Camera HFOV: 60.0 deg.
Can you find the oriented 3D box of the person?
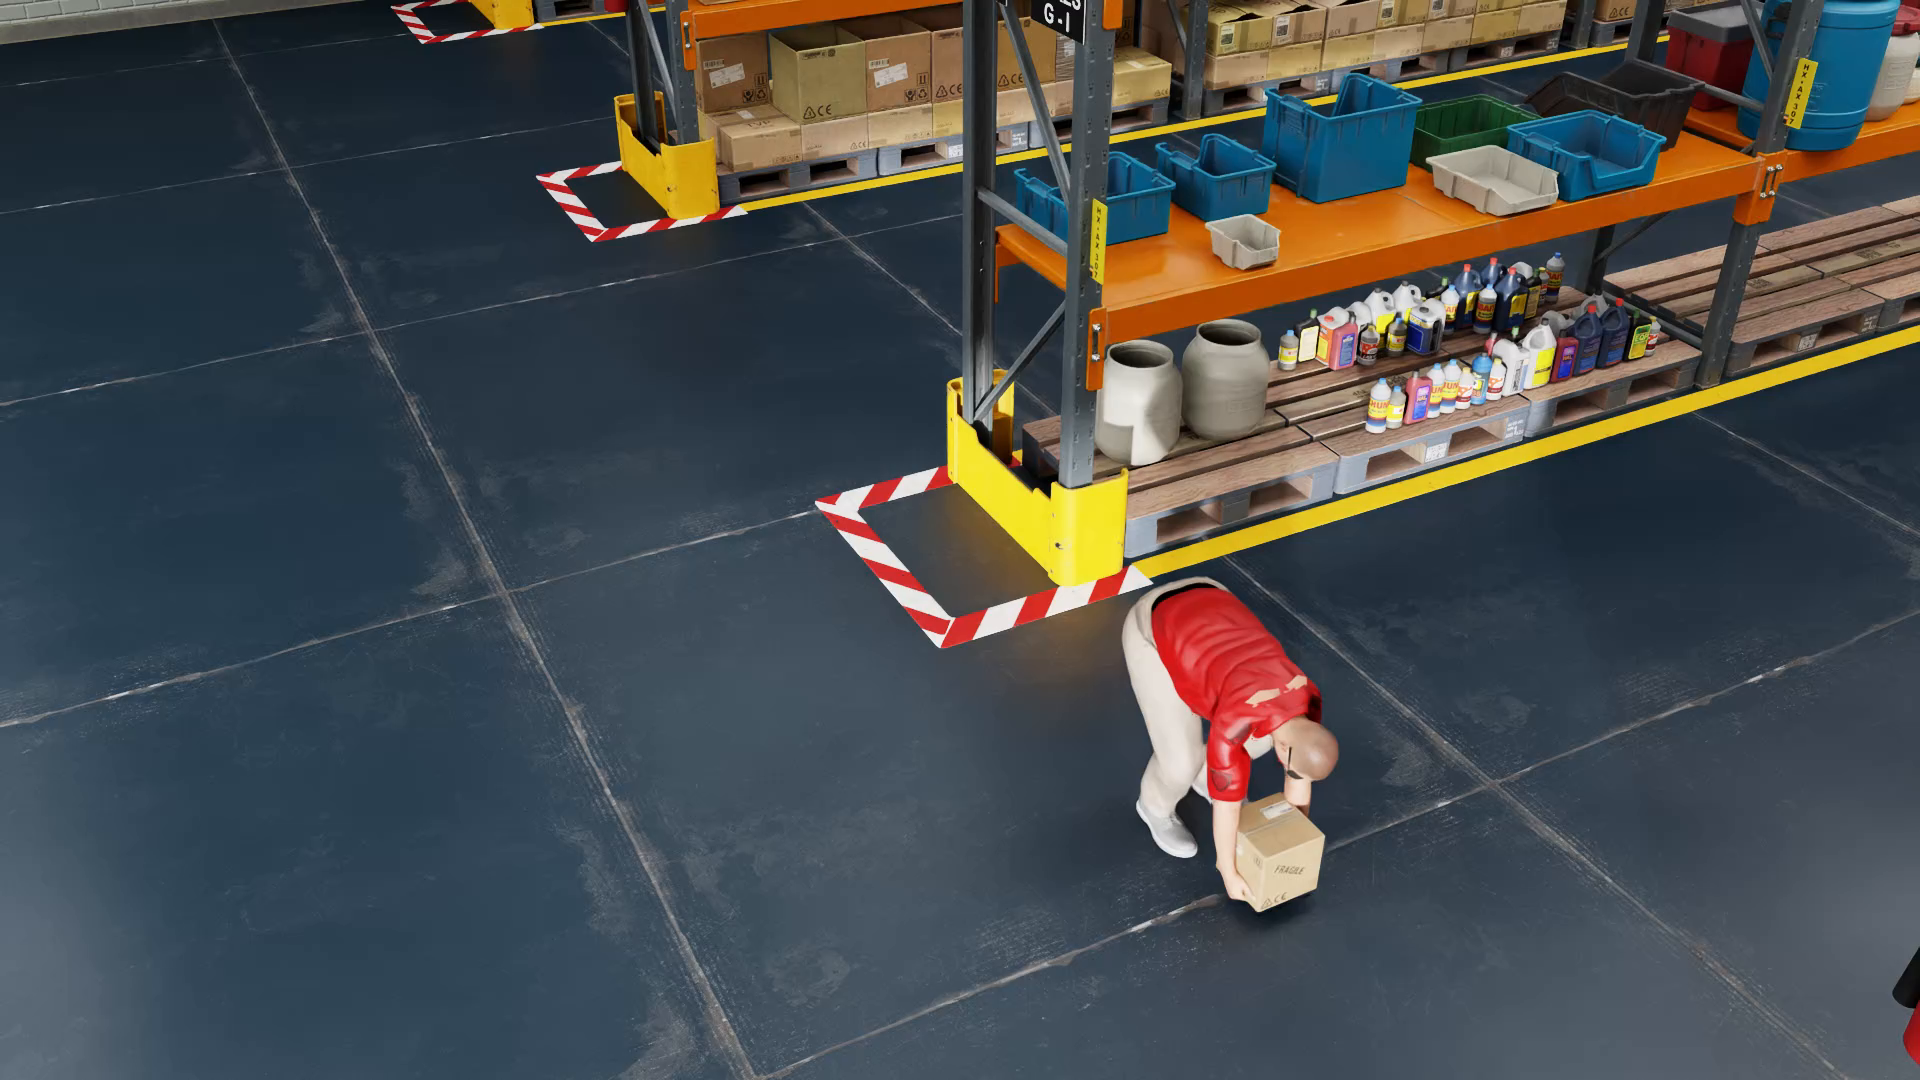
[{"bbox_3d":[0.942,0.699,5.779,0.524,0.962,0.957,-18,37,-25],"label":"person"}]
